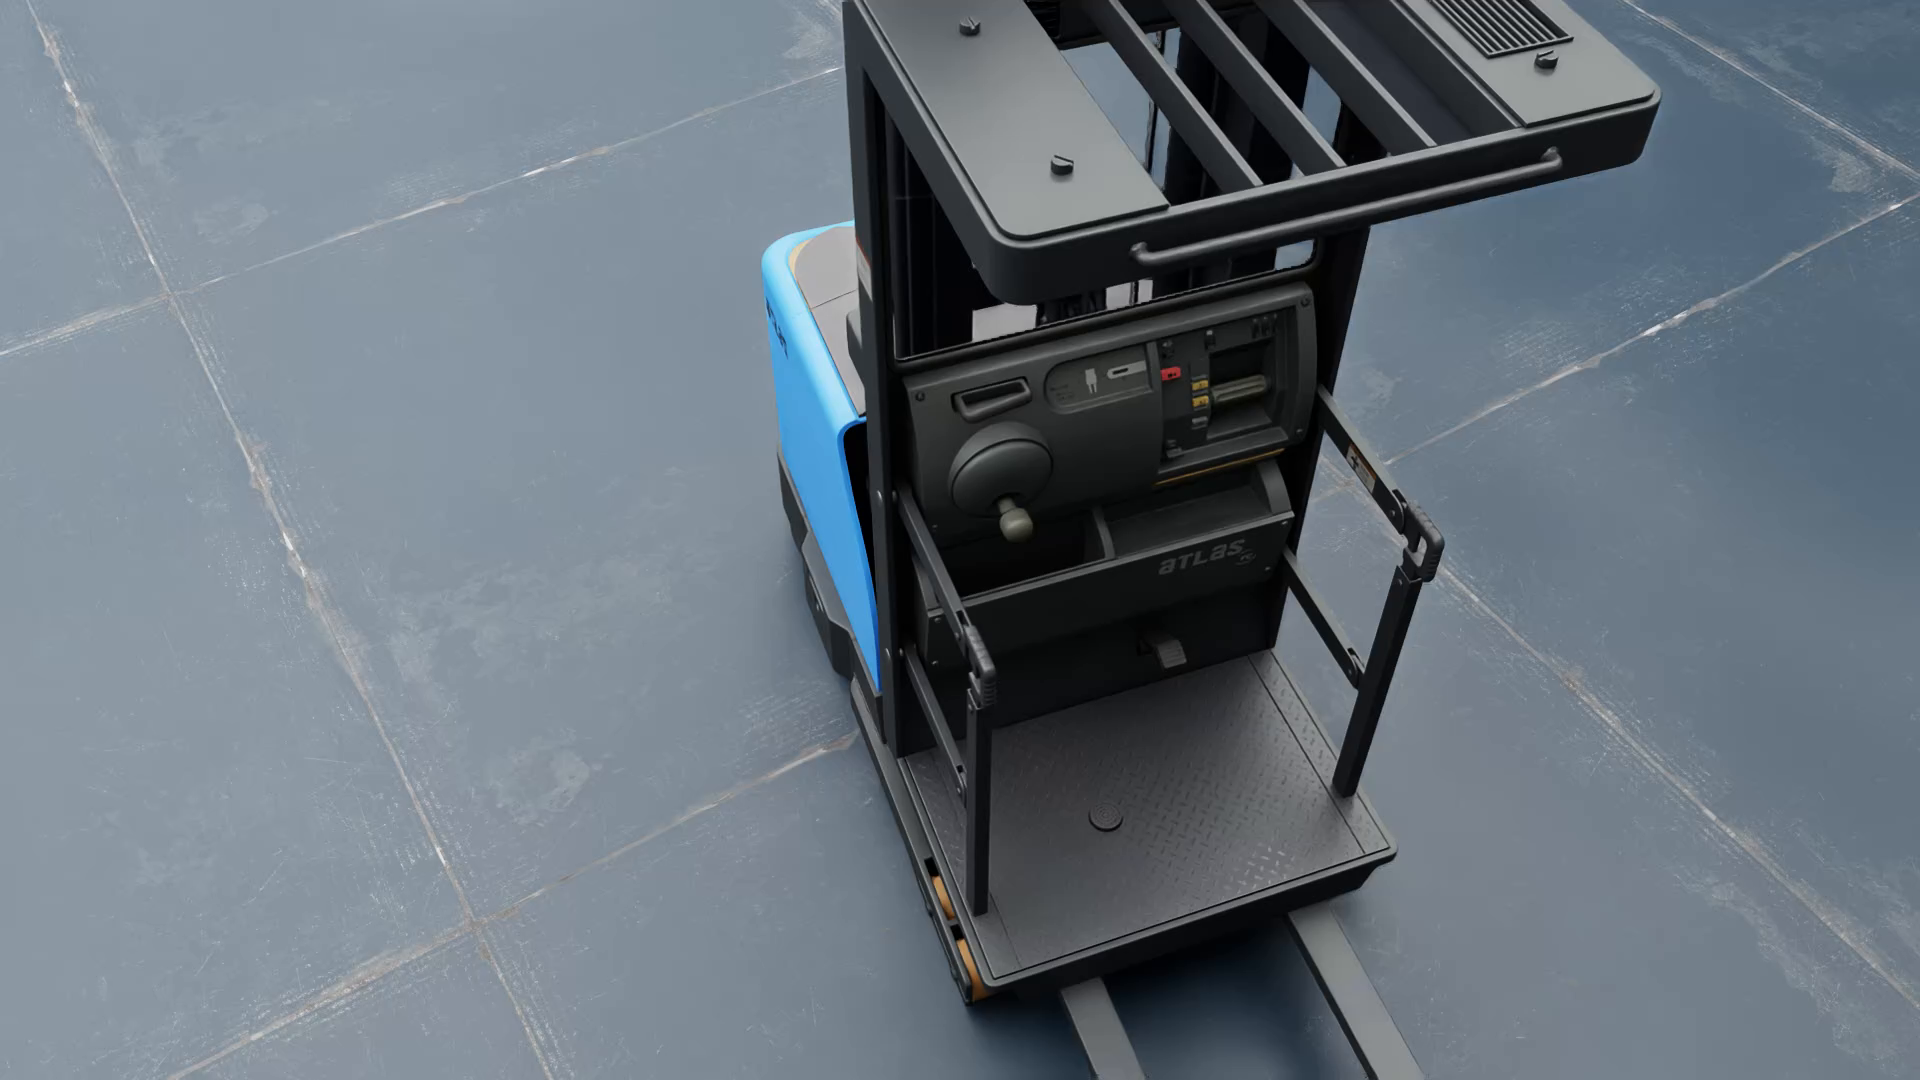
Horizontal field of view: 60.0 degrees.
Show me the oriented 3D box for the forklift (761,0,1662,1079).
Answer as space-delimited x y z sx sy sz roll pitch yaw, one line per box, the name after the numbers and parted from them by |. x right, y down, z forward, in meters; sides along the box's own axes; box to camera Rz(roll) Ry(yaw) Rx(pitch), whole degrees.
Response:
0.415 -0.169 3.438 1.130 2.935 3.031 -15 50 -13 | forklift
